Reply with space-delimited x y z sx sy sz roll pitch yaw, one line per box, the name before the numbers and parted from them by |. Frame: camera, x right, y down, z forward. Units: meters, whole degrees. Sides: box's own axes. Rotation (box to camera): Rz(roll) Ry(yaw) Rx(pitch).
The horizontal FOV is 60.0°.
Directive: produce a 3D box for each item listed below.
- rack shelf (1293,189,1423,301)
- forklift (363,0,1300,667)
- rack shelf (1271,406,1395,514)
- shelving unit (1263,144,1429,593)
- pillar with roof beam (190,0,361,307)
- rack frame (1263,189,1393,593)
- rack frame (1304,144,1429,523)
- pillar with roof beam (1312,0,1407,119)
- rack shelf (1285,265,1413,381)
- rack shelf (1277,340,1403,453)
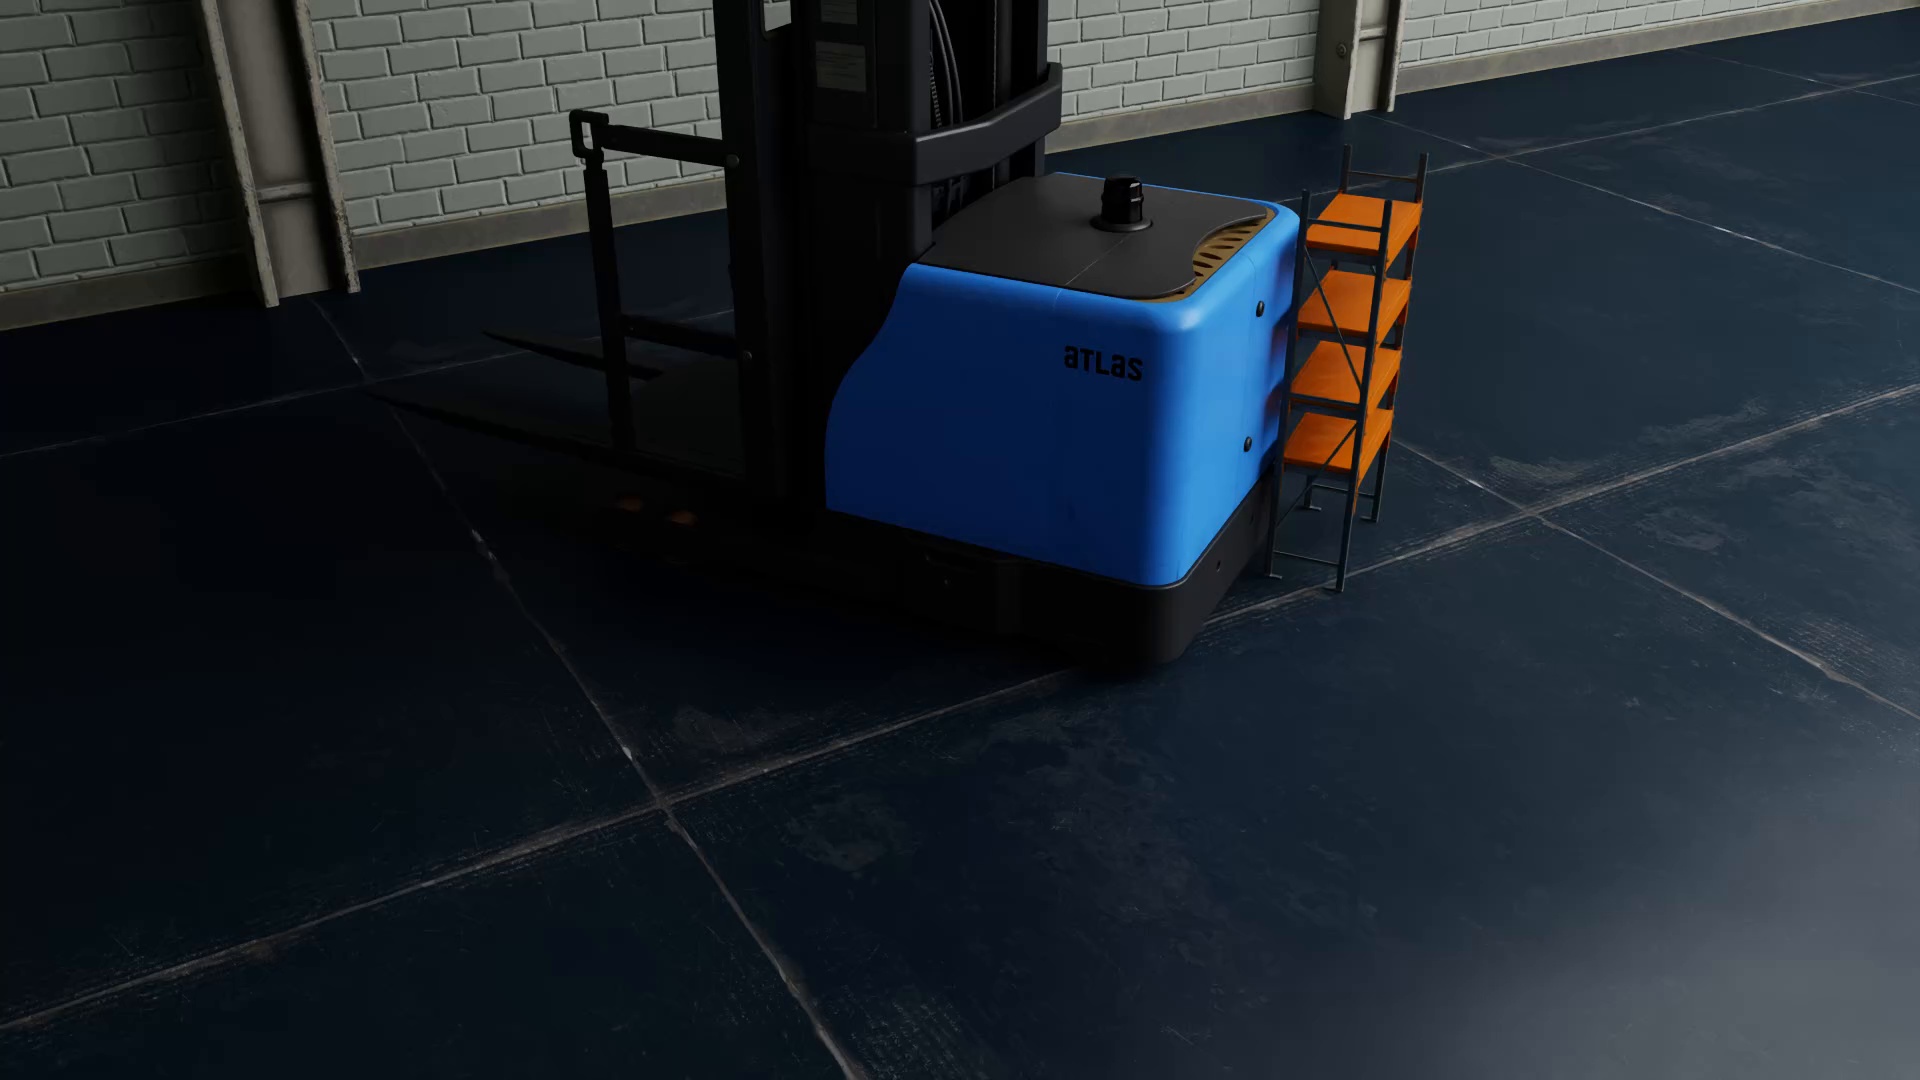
rack shelf | 1.135 -0.845 4.727 0.258 0.148 0.480 12 31 21
forklift | -0.558 -1.419 4.788 3.031 2.935 1.130 14 32 23
rack shelf | 1.135 -0.269 5.045 0.258 0.148 0.480 12 31 21
shelving unit | 1.135 -0.501 4.917 0.258 1.200 0.503 12 31 21
pillar with roof beam | -0.663 -3.241 1.809 0.400 9.000 9.100 -16 33 -26
rack frame | 1.034 -0.394 4.722 0.240 1.200 0.015 12 31 21
rack frame | 1.236 -0.609 5.111 0.240 1.200 0.015 12 31 21
pillar with roof beam | 4.510 -4.710 4.470 0.400 9.000 9.100 -16 33 -26
rack shelf | 1.135 -0.638 4.841 0.258 0.148 0.480 12 31 21
rack shelf | 1.135 -0.442 4.949 0.258 0.148 0.480 12 31 21
